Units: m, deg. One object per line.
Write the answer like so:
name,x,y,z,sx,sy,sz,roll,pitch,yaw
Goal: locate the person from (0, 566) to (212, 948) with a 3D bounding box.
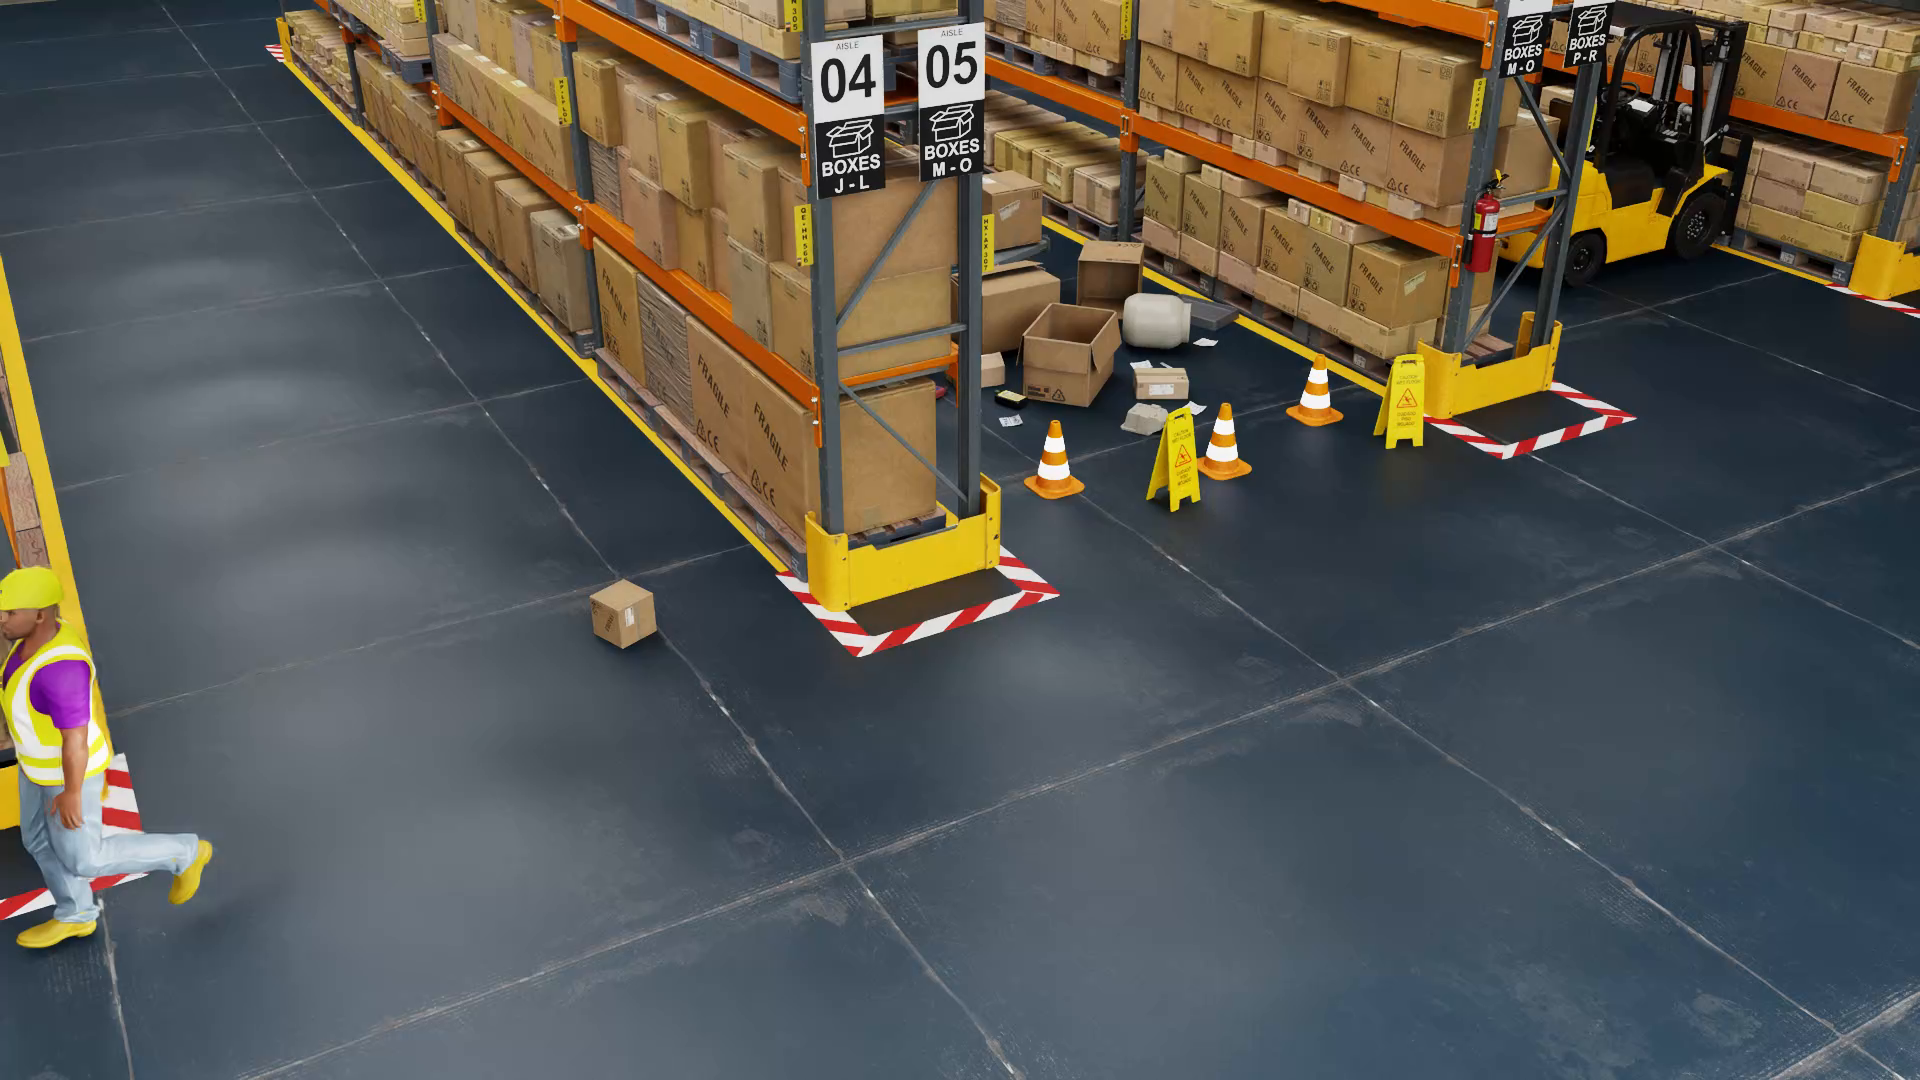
person,-3.674,0.905,6.879,0.797,1.742,0.582,-22,36,-35
